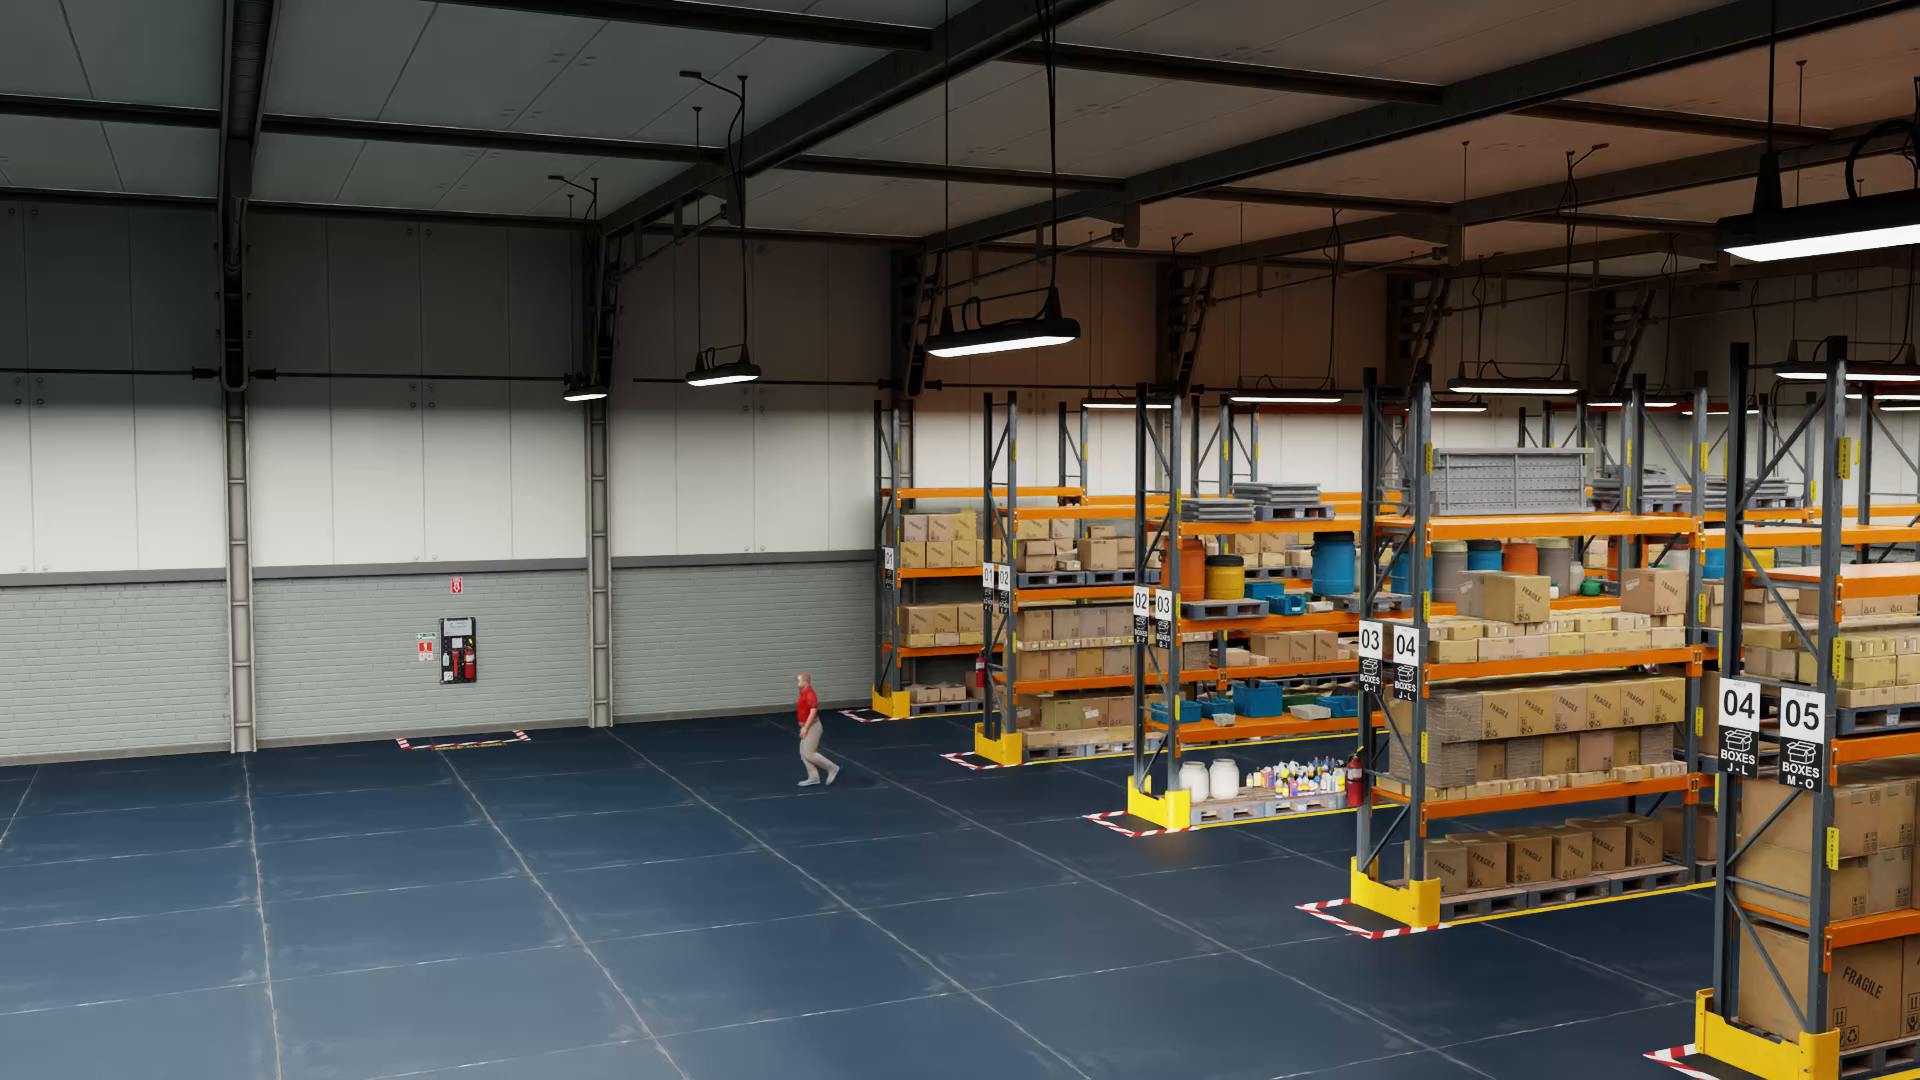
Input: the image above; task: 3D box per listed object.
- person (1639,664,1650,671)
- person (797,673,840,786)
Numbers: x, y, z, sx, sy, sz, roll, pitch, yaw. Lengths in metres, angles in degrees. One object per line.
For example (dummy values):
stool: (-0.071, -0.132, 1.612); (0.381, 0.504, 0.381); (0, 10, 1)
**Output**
person: (11.757, 2.667, 28.823); (1.022, 1.605, 0.484); (-2, 4, -27)
person: (-2.151, 2.857, 25.123); (0.629, 1.707, 0.598); (-1, 3, -12)
